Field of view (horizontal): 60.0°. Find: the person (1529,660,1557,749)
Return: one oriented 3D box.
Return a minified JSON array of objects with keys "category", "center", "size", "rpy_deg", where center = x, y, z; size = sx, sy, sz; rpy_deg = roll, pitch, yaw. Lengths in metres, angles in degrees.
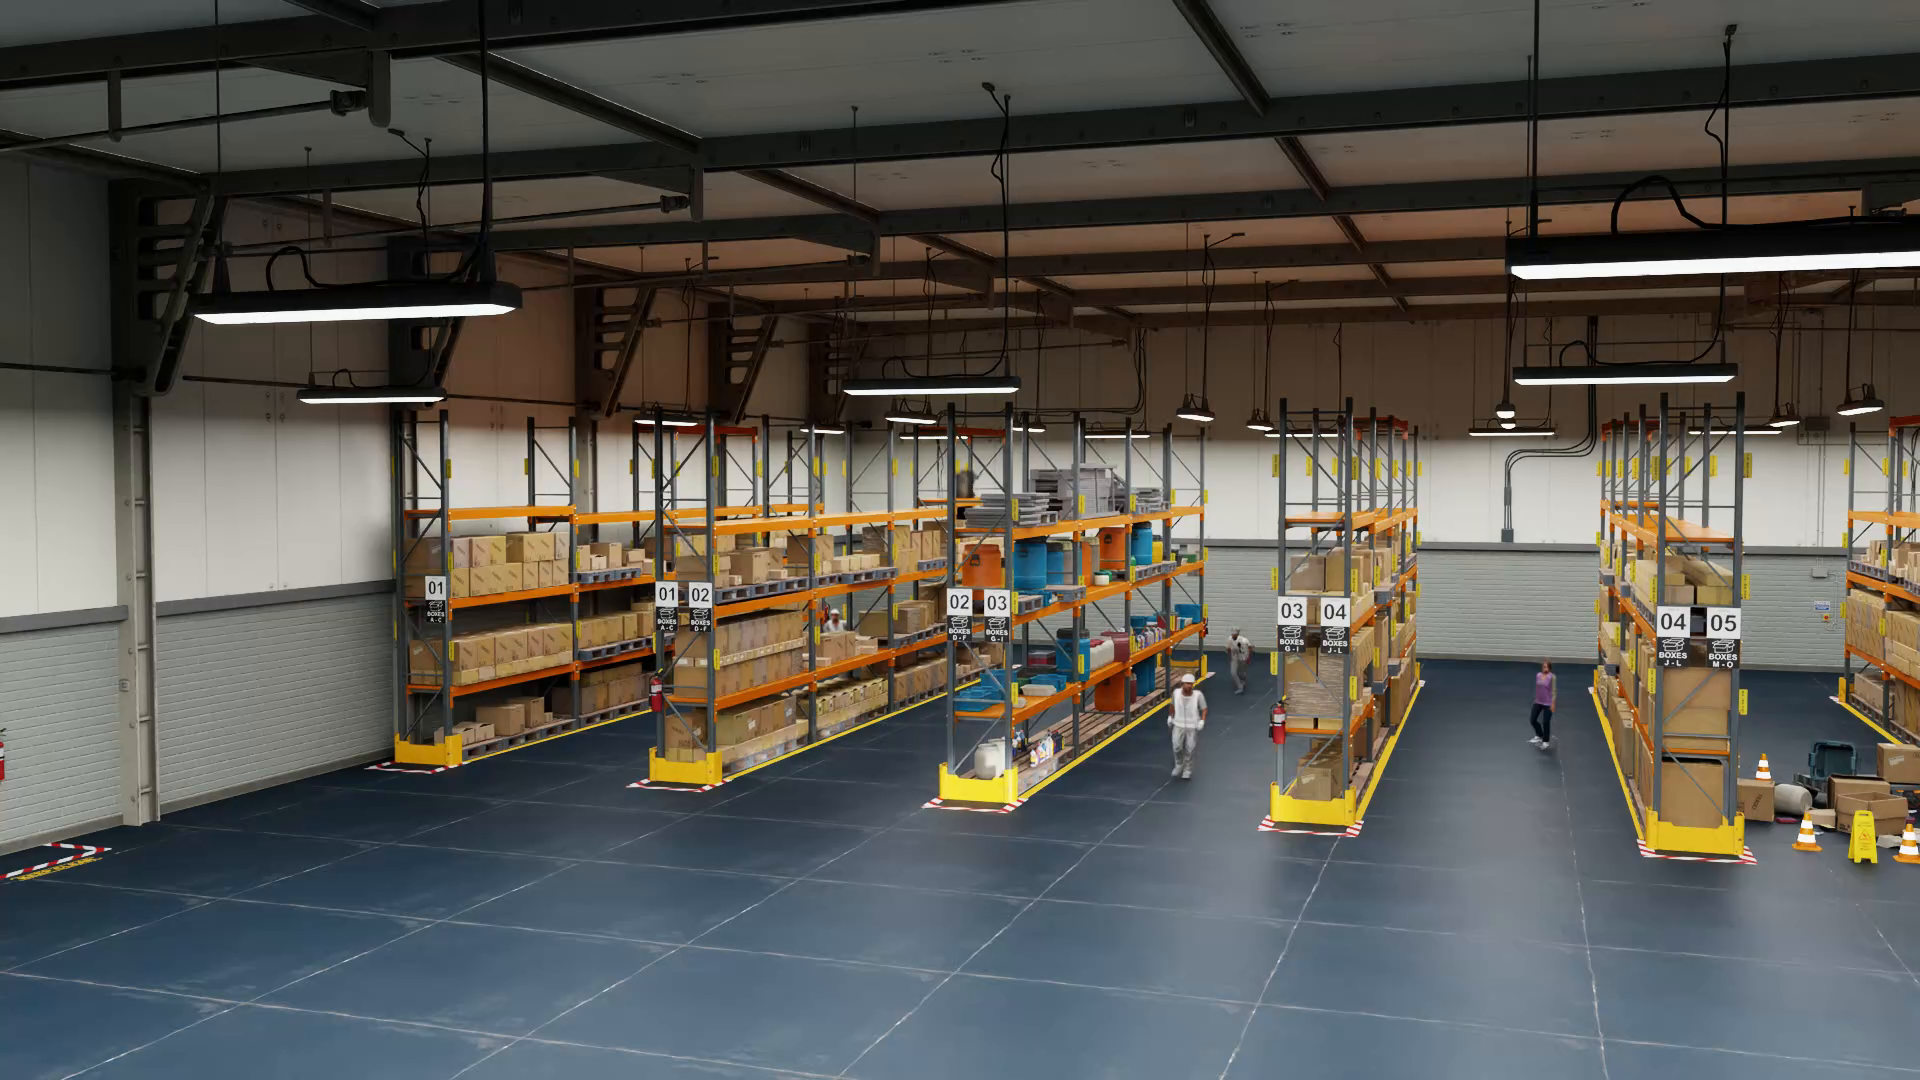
[{"category":"person","center":[10.421,2.936,29.698],"size":[0.403,1.607,0.527],"rpy_deg":[-2,3,-43]}]

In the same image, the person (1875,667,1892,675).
[{"category":"person","center":[20.346,2.599,36.409],"size":[0.884,1.639,0.577],"rpy_deg":[1,3,17]}]

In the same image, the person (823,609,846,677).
[{"category":"person","center":[-2.830,2.469,38.756],"size":[0.687,1.754,0.992],"rpy_deg":[0,2,11]}]

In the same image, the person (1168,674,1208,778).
[{"category":"person","center":[3.621,2.982,26.559],"size":[0.683,1.719,0.807],"rpy_deg":[1,3,13]}]

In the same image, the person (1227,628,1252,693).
[{"category":"person","center":[6.265,2.676,37.118],"size":[0.580,1.492,0.923],"rpy_deg":[1,3,28]}]
